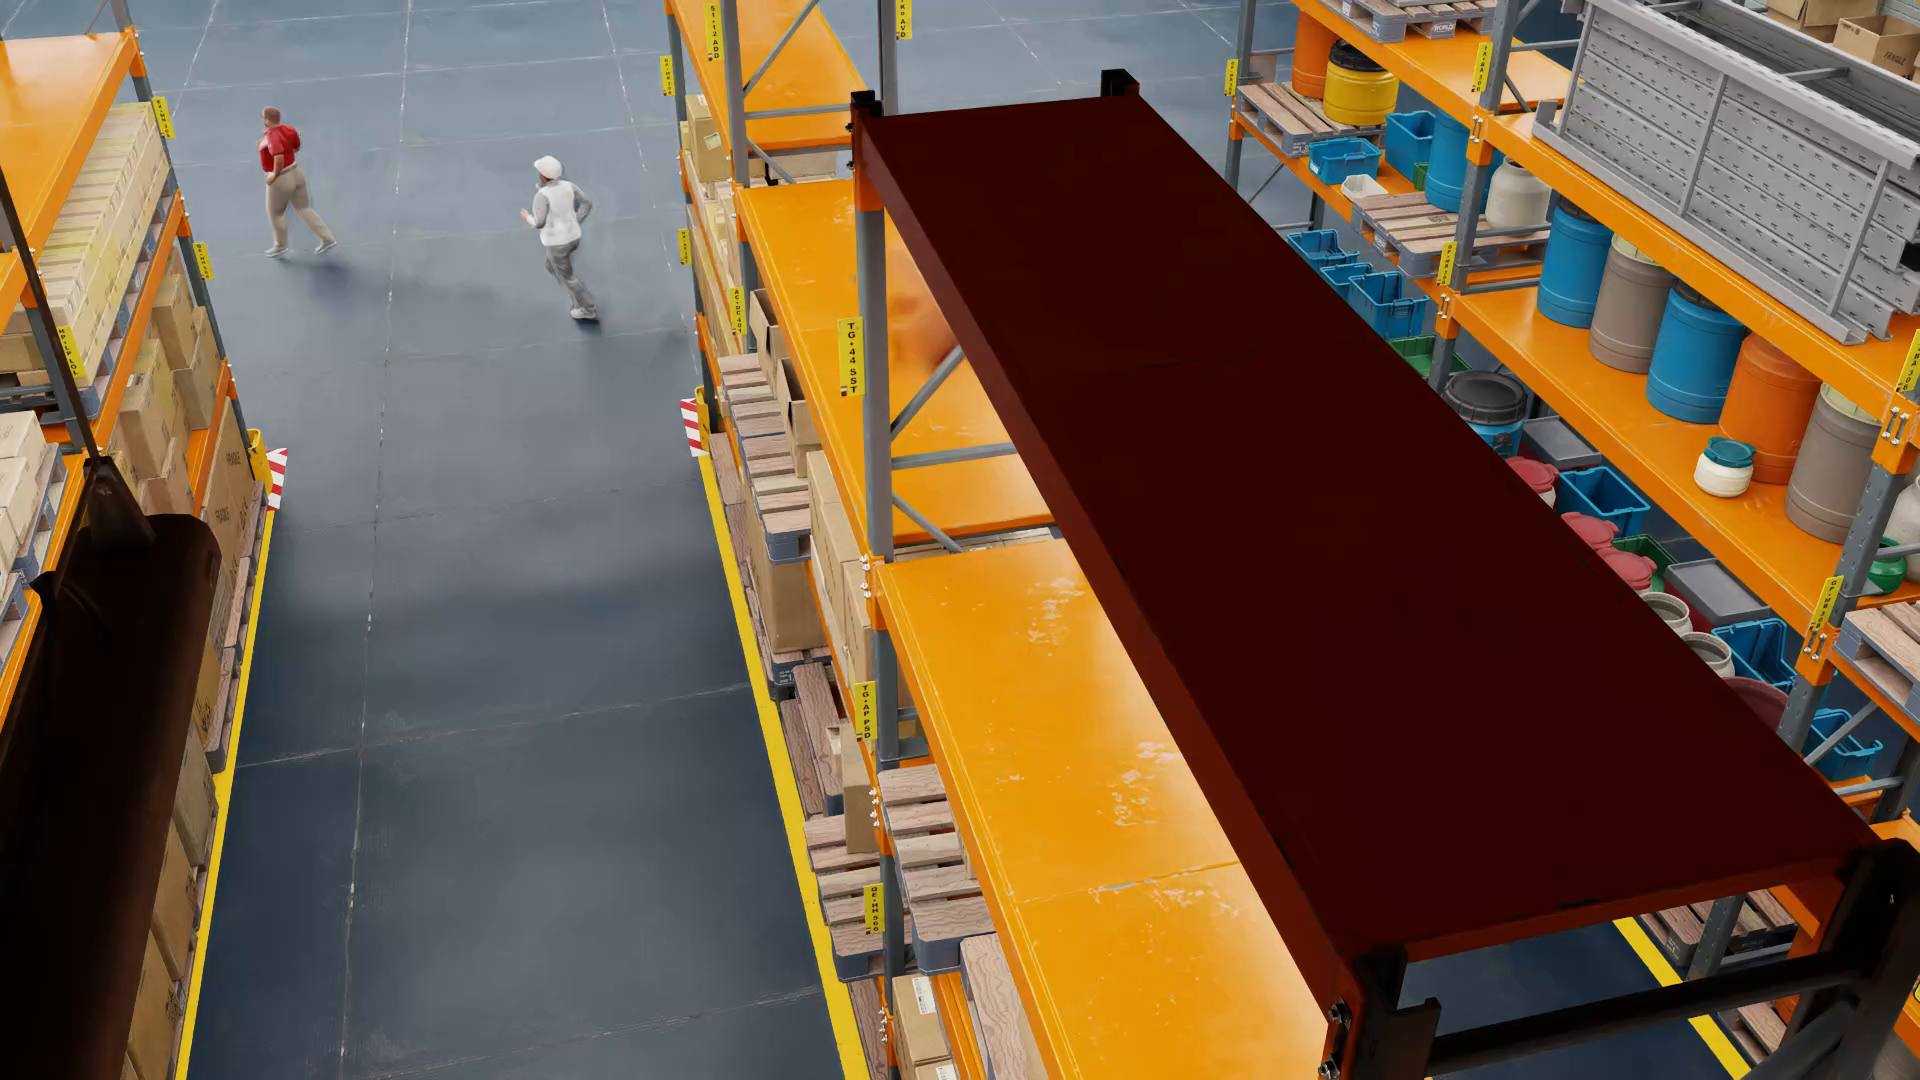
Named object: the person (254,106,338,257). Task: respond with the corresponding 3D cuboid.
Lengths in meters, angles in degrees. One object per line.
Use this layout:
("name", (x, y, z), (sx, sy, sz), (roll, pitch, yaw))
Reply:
("person", (-7.390, -3.910, 18.231), (0.894, 1.748, 0.652), (12, 36, 17))

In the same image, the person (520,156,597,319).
("person", (-4.129, -3.074, 17.043), (0.702, 1.789, 0.631), (15, 37, 20))
